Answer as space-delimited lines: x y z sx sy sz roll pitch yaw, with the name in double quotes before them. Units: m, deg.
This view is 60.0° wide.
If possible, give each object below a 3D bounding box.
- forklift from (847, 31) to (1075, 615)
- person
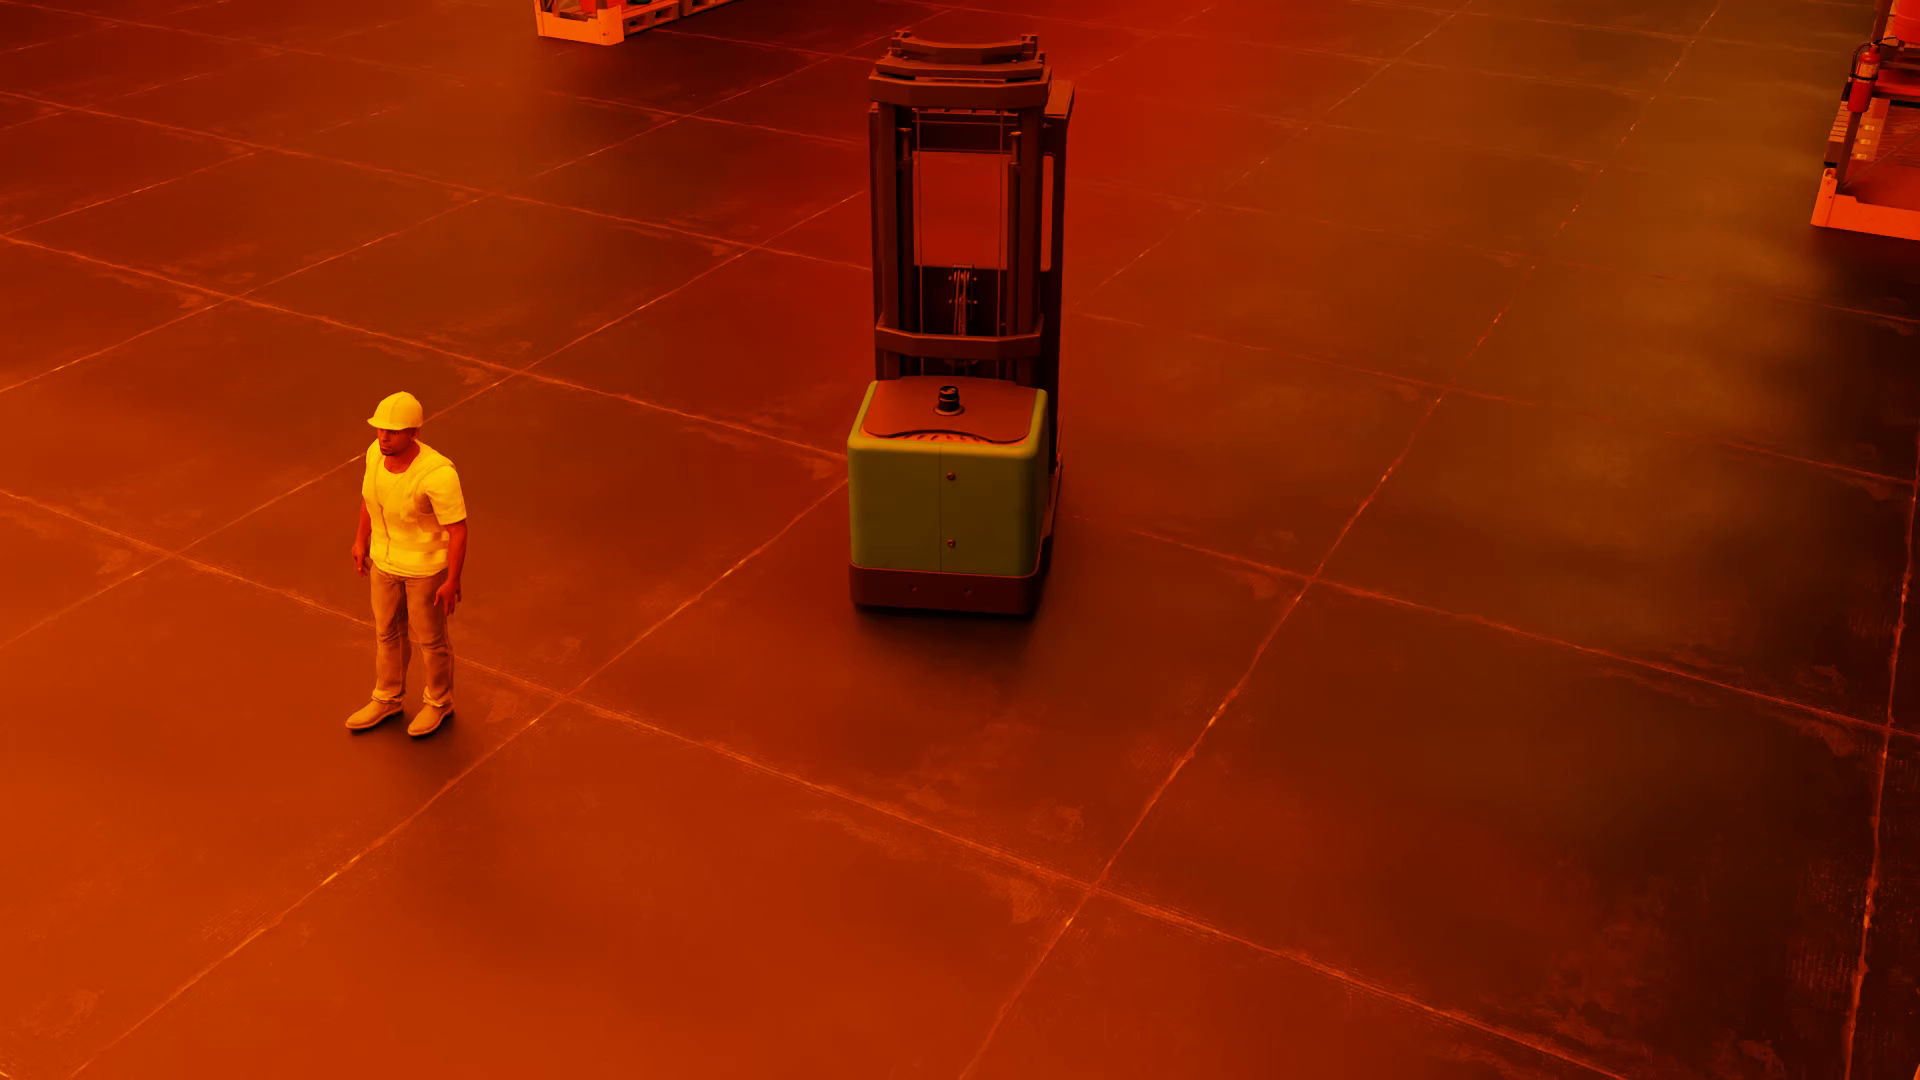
"forklift" 0.072 -1.572 9.794 1.130 2.935 3.031 3 30 6
"person" -2.687 0.139 7.980 0.665 1.765 0.577 16 34 25
